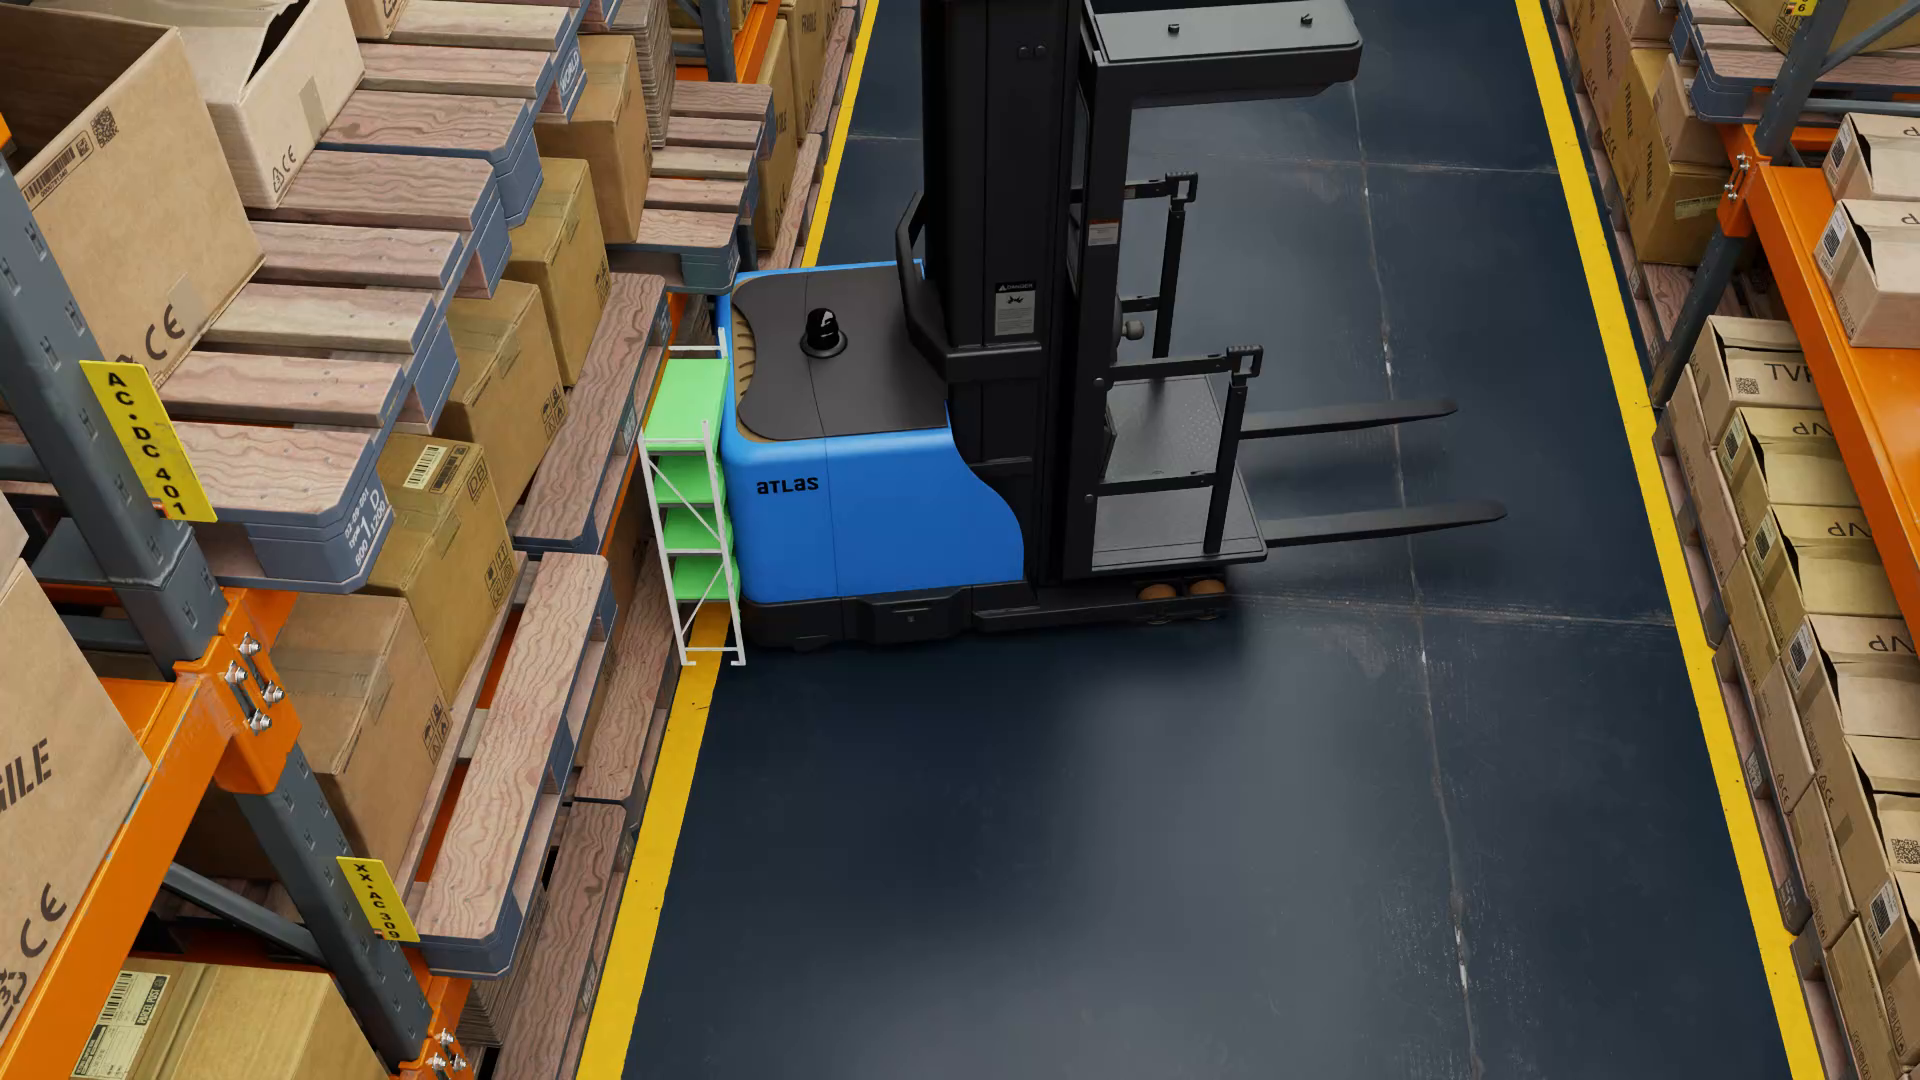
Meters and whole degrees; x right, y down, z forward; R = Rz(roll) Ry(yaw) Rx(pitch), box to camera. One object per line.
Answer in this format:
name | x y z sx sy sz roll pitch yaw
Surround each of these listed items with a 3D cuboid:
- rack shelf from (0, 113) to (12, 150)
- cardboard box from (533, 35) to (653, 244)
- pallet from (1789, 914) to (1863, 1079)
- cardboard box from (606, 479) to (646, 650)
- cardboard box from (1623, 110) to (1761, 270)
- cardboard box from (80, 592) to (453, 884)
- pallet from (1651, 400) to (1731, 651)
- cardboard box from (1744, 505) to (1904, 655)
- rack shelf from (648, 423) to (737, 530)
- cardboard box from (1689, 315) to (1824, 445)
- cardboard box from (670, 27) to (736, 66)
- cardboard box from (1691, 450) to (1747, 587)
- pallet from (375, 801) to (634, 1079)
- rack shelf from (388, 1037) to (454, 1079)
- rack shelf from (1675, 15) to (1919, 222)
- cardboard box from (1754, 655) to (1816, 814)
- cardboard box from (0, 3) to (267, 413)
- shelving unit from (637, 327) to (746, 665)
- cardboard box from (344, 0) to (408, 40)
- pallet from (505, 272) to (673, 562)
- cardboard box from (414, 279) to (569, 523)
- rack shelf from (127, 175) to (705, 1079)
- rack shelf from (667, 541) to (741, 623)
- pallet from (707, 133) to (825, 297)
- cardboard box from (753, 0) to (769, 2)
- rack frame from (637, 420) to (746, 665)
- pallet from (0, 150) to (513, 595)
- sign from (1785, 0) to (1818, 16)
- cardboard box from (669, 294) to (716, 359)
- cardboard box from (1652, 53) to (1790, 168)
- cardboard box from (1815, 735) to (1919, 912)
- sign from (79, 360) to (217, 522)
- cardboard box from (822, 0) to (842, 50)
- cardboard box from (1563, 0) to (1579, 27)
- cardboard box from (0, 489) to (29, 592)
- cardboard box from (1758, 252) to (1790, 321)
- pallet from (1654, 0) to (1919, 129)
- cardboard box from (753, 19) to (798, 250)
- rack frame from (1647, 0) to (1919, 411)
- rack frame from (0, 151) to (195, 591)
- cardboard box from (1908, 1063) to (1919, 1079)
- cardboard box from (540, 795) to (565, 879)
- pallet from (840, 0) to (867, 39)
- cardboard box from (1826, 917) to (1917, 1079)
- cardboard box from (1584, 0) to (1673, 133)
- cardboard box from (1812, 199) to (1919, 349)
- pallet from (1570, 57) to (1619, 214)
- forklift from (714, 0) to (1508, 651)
rack shelf | -1.572 -2.103 3.360 1.077 0.370 4.000 4 48 4
cardboard box | -1.447 -1.349 5.611 0.700 0.500 0.500 0 48 0
pallet | 3.207 1.741 5.040 1.003 0.211 1.213 4 48 4
cardboard box | -1.584 0.040 6.103 0.700 0.500 0.500 4 48 3
cardboard box | 3.395 -1.603 7.605 0.500 0.500 0.500 6 48 5
cardboard box | -1.674 0.460 3.957 0.700 0.500 0.500 4 48 4
pallet | 3.429 -0.052 6.680 1.003 0.211 1.213 4 48 4
cardboard box | 3.115 0.128 5.825 0.500 0.311 0.500 3 48 2
rack shelf | -0.932 -0.257 5.870 0.258 0.148 0.480 0 45 1
cardboard box | 3.203 -0.633 6.521 0.500 0.311 0.500 5 48 5
cardboard box | -1.129 -2.074 6.797 0.380 0.149 0.250 3 48 3
cardboard box | 3.158 -0.074 6.390 0.500 0.250 0.500 3 48 2
pallet | -1.685 1.383 5.368 1.003 0.211 1.213 4 48 4
rack shelf | -1.937 2.726 2.737 1.077 0.370 4.000 4 48 4
rack shelf | 3.726 -2.822 7.812 1.077 0.370 4.000 4 48 4
cardboard box | 3.070 0.685 5.696 0.500 0.250 0.500 5 48 4
cardboard box | -1.625 -0.571 2.880 0.500 0.500 0.500 10 48 9
shelving unit | -0.930 -0.132 5.995 0.258 1.200 0.503 0 45 1
cardboard box | -1.513 -1.477 3.709 0.500 0.500 0.500 2 48 2
pallet | -1.530 -0.404 5.242 1.003 0.211 1.213 4 48 4
cardboard box | -1.587 -0.436 4.776 0.700 0.500 0.500 10 48 9
rack shelf | -1.572 -0.213 5.426 1.077 0.370 4.000 4 48 4
rack shelf | -0.926 0.083 6.210 0.258 0.148 0.480 0 45 1
pallet | -1.243 -1.559 8.059 1.003 0.211 1.213 4 48 4
cardboard box | -0.989 -2.448 7.139 0.380 0.149 0.250 5 48 5
rack frame | -0.932 0.041 5.822 0.240 1.200 0.015 0 45 1
pallet | -1.592 -0.382 3.187 1.213 0.211 1.003 4 48 4
sign | 3.002 -1.989 5.831 0.100 0.325 0.005 4 48 4
cardboard box | -1.404 -0.698 6.777 0.700 0.500 0.500 4 48 4
cardboard box | 3.396 -1.898 7.367 0.500 0.250 0.500 6 48 5
cardboard box | 3.019 0.875 5.142 0.500 0.311 0.500 4 48 3
sign | -1.214 -0.142 2.490 0.100 0.325 0.005 4 48 4
cardboard box | -1.033 -3.141 8.789 0.750 0.750 0.750 5 48 5
cardboard box | 3.584 -3.108 8.981 0.500 0.500 0.500 4 48 4
cardboard box | -1.530 0.010 1.943 0.500 0.500 0.500 0 48 0
cardboard box | 3.869 -1.215 7.251 0.500 0.500 0.500 6 48 5
pallet | 3.535 -2.033 6.733 1.213 0.211 1.003 4 48 4
cardboard box | -1.192 -1.873 7.629 0.750 0.750 0.750 3 48 3
rack frame | 3.543 -1.595 6.202 1.000 3.000 0.127 4 48 4
rack frame | -1.755 -1.011 1.602 1.000 3.000 0.127 4 48 4
cardboard box | 2.930 1.624 4.456 0.500 0.311 0.500 4 48 4
cardboard box | -1.707 0.784 5.422 0.700 0.500 0.500 3 48 3
pallet | -1.021 -3.352 9.699 1.003 0.211 1.213 4 48 4
cardboard box | 2.976 1.435 5.010 0.500 0.250 0.500 3 48 3
cardboard box | 3.484 -2.369 8.306 0.500 0.500 0.500 2 48 2
cardboard box | 3.269 -0.921 5.646 0.500 0.311 0.500 3 48 3
pallet | 3.763 -2.094 8.548 1.003 0.211 1.213 4 48 4
forklift | 0.622 -1.046 5.746 3.031 2.935 1.130 -5 48 -5
